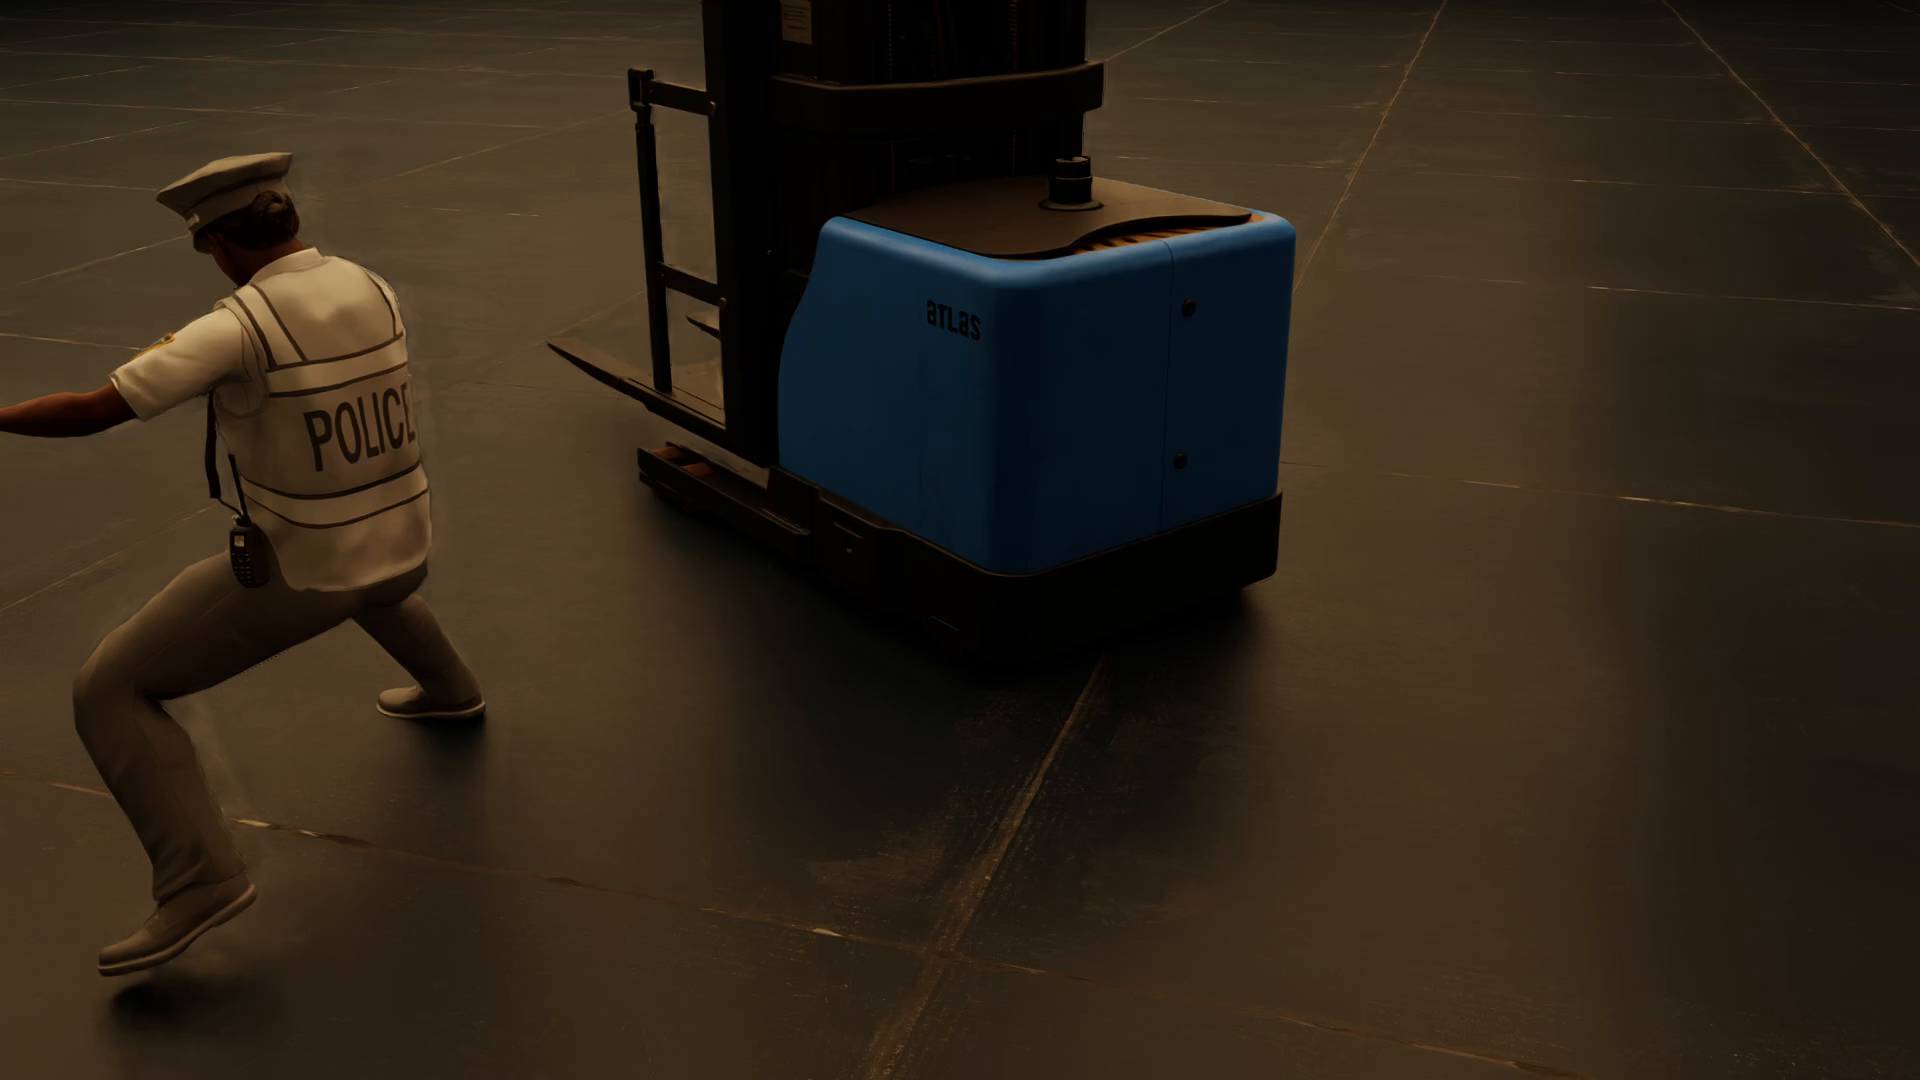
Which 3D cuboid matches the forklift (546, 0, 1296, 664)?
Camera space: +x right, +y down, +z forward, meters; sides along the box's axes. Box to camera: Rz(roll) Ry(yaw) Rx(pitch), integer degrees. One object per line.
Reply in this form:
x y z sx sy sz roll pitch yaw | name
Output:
-0.400 -1.539 5.007 1.130 2.935 3.031 -17 28 -35 | forklift

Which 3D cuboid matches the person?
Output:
-1.413 -0.032 3.331 0.649 1.460 1.176 12 25 26 | person
